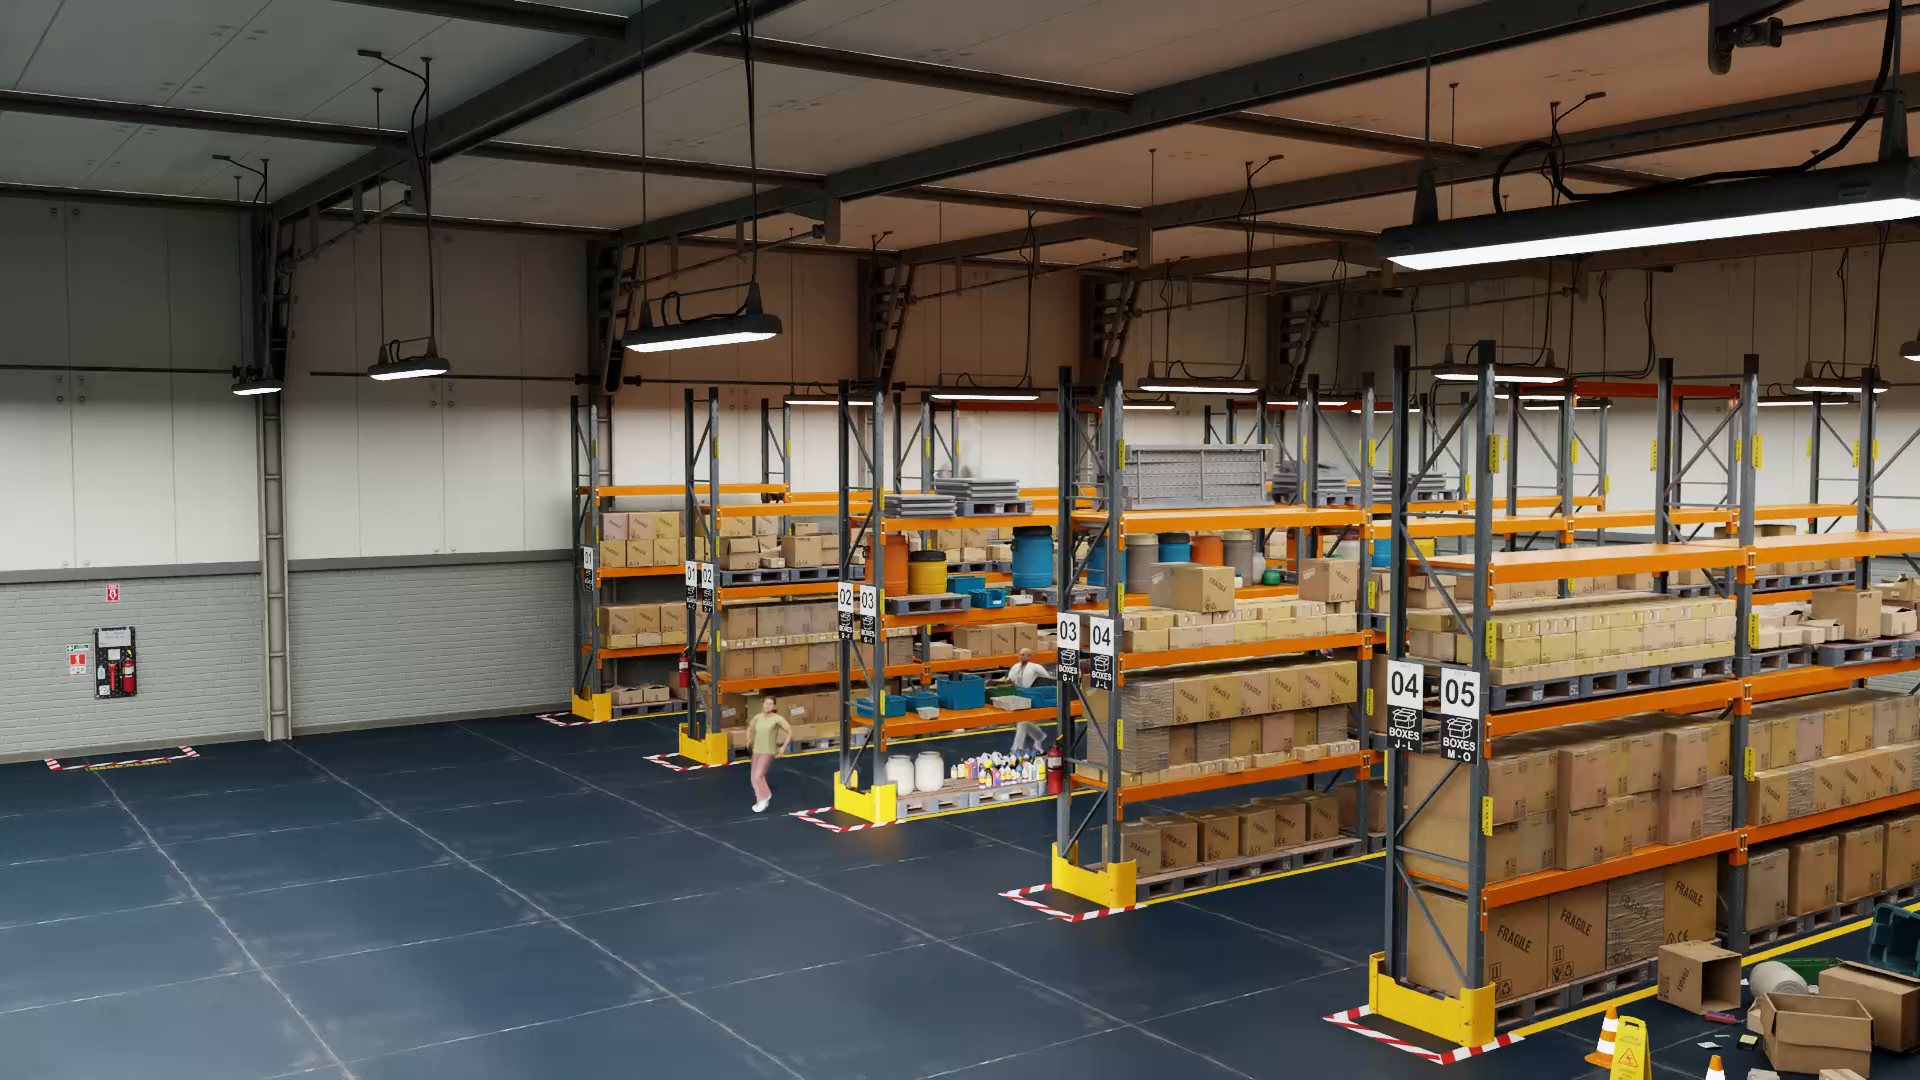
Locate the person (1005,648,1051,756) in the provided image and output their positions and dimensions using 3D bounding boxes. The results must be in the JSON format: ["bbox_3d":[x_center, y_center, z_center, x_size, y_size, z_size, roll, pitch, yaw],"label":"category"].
[{"bbox_3d":[1.076,2.622,26.939,0.703,1.764,1.059,3,5,44],"label":"person"}]

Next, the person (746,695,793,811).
[{"bbox_3d":[-2.696,2.959,23.010,0.649,1.632,0.564,2,4,25],"label":"person"}]
